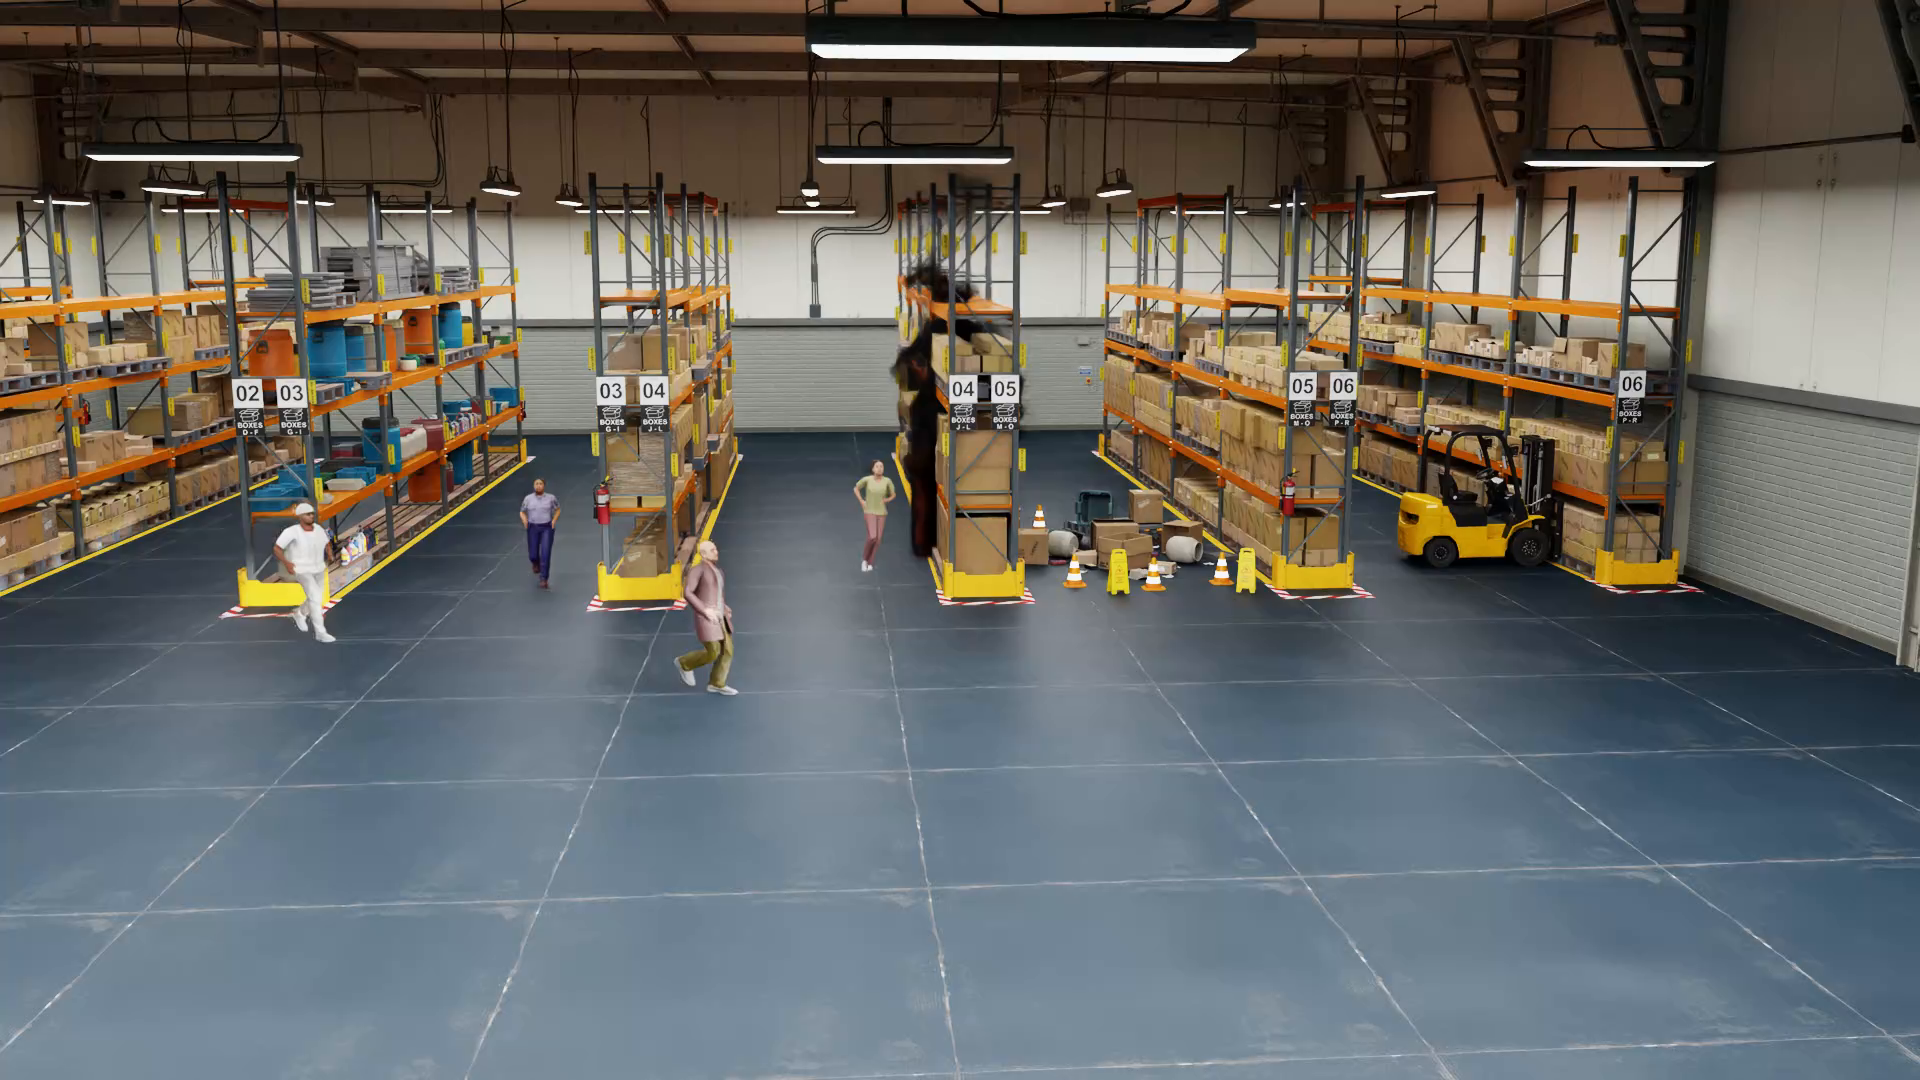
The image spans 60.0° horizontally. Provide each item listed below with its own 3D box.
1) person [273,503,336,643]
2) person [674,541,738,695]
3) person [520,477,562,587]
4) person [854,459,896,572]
[{"bbox_3d":[-8.355,0.399,21.306,0.878,1.759,0.717,6,11,29],"label":"person"},{"bbox_3d":[-2.871,0.894,18.783,0.755,1.713,0.719,5,11,24],"label":"person"},{"bbox_3d":[-6.258,-0.129,24.843,0.606,1.587,0.741,-2,10,-10],"label":"person"},{"bbox_3d":[-1.211,-0.360,24.403,0.589,1.658,0.518,-3,11,-19],"label":"person"}]
